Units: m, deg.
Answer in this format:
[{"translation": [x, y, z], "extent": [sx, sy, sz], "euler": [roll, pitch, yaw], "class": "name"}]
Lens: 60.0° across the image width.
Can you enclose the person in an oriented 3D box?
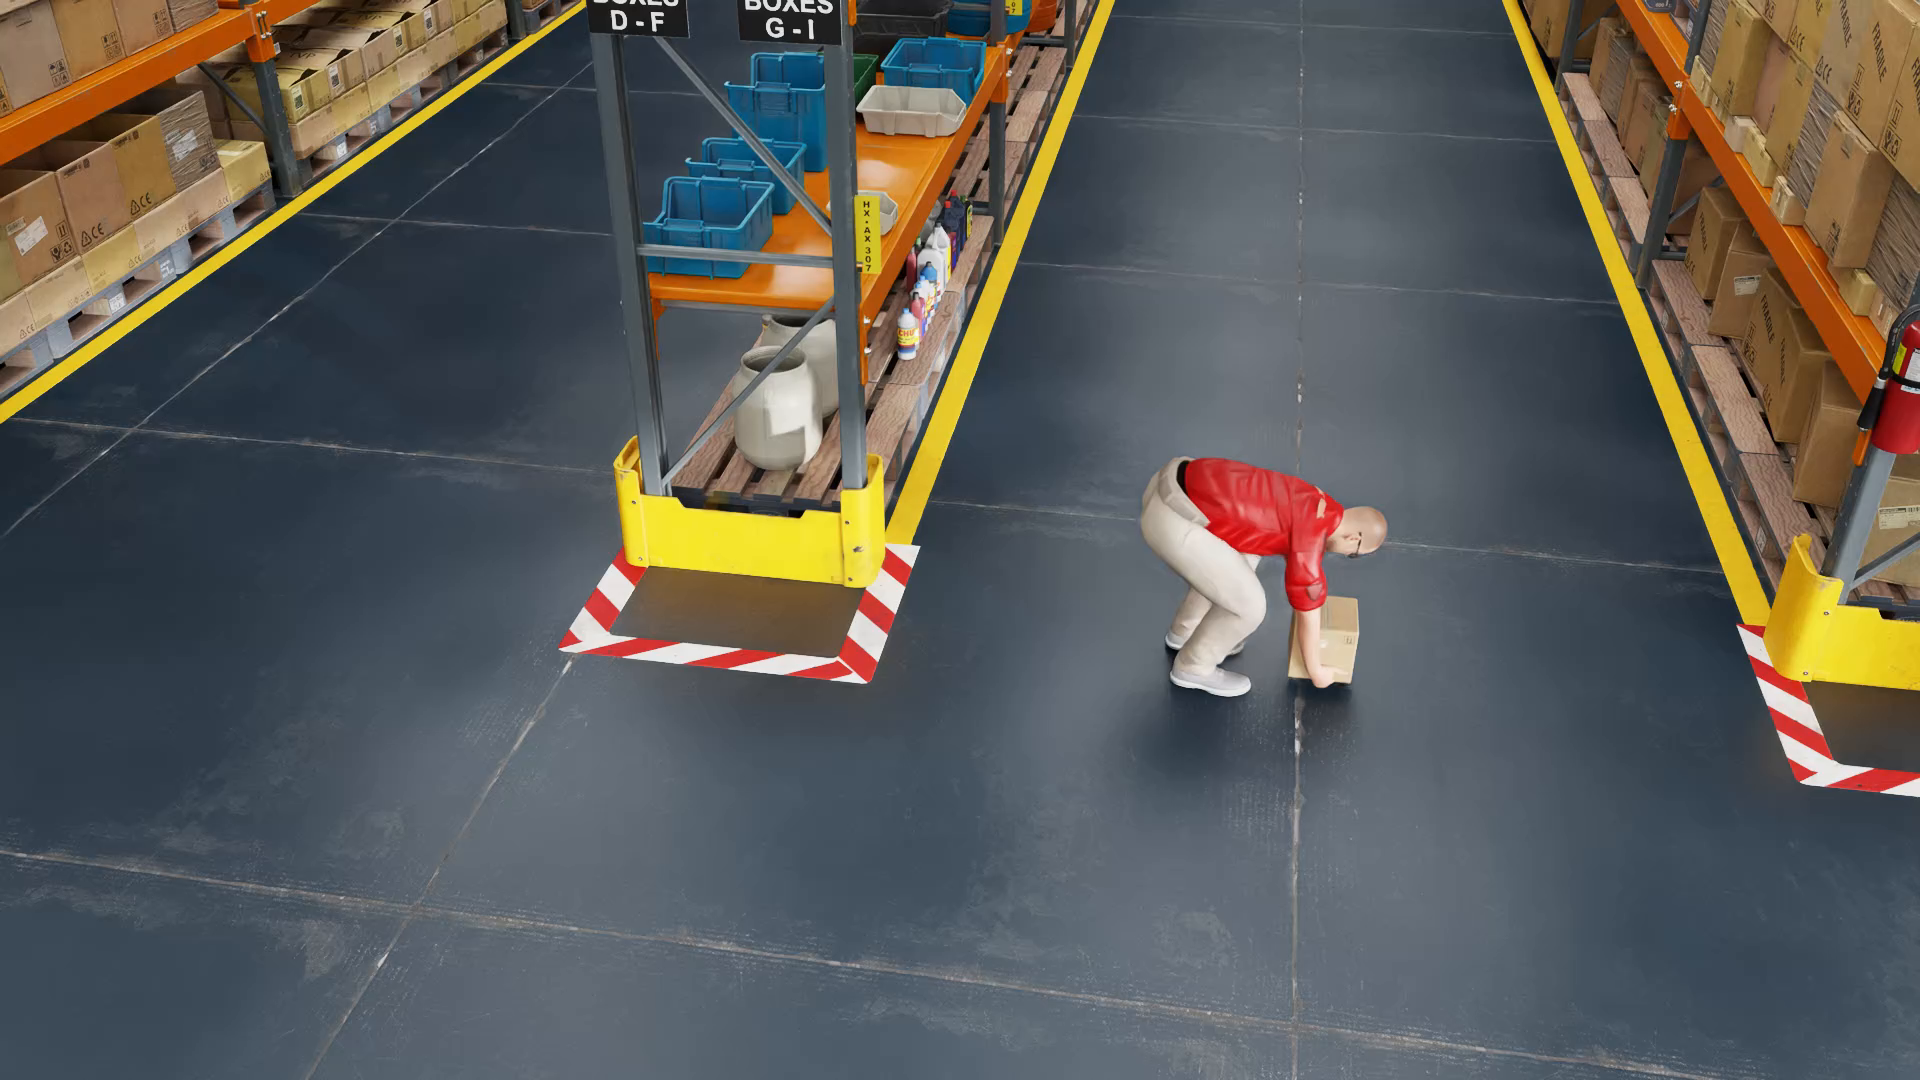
[{"translation": [1.188, 0.134, 6.660], "extent": [0.957, 0.962, 0.524], "euler": [4, 32, 6], "class": "person"}]
